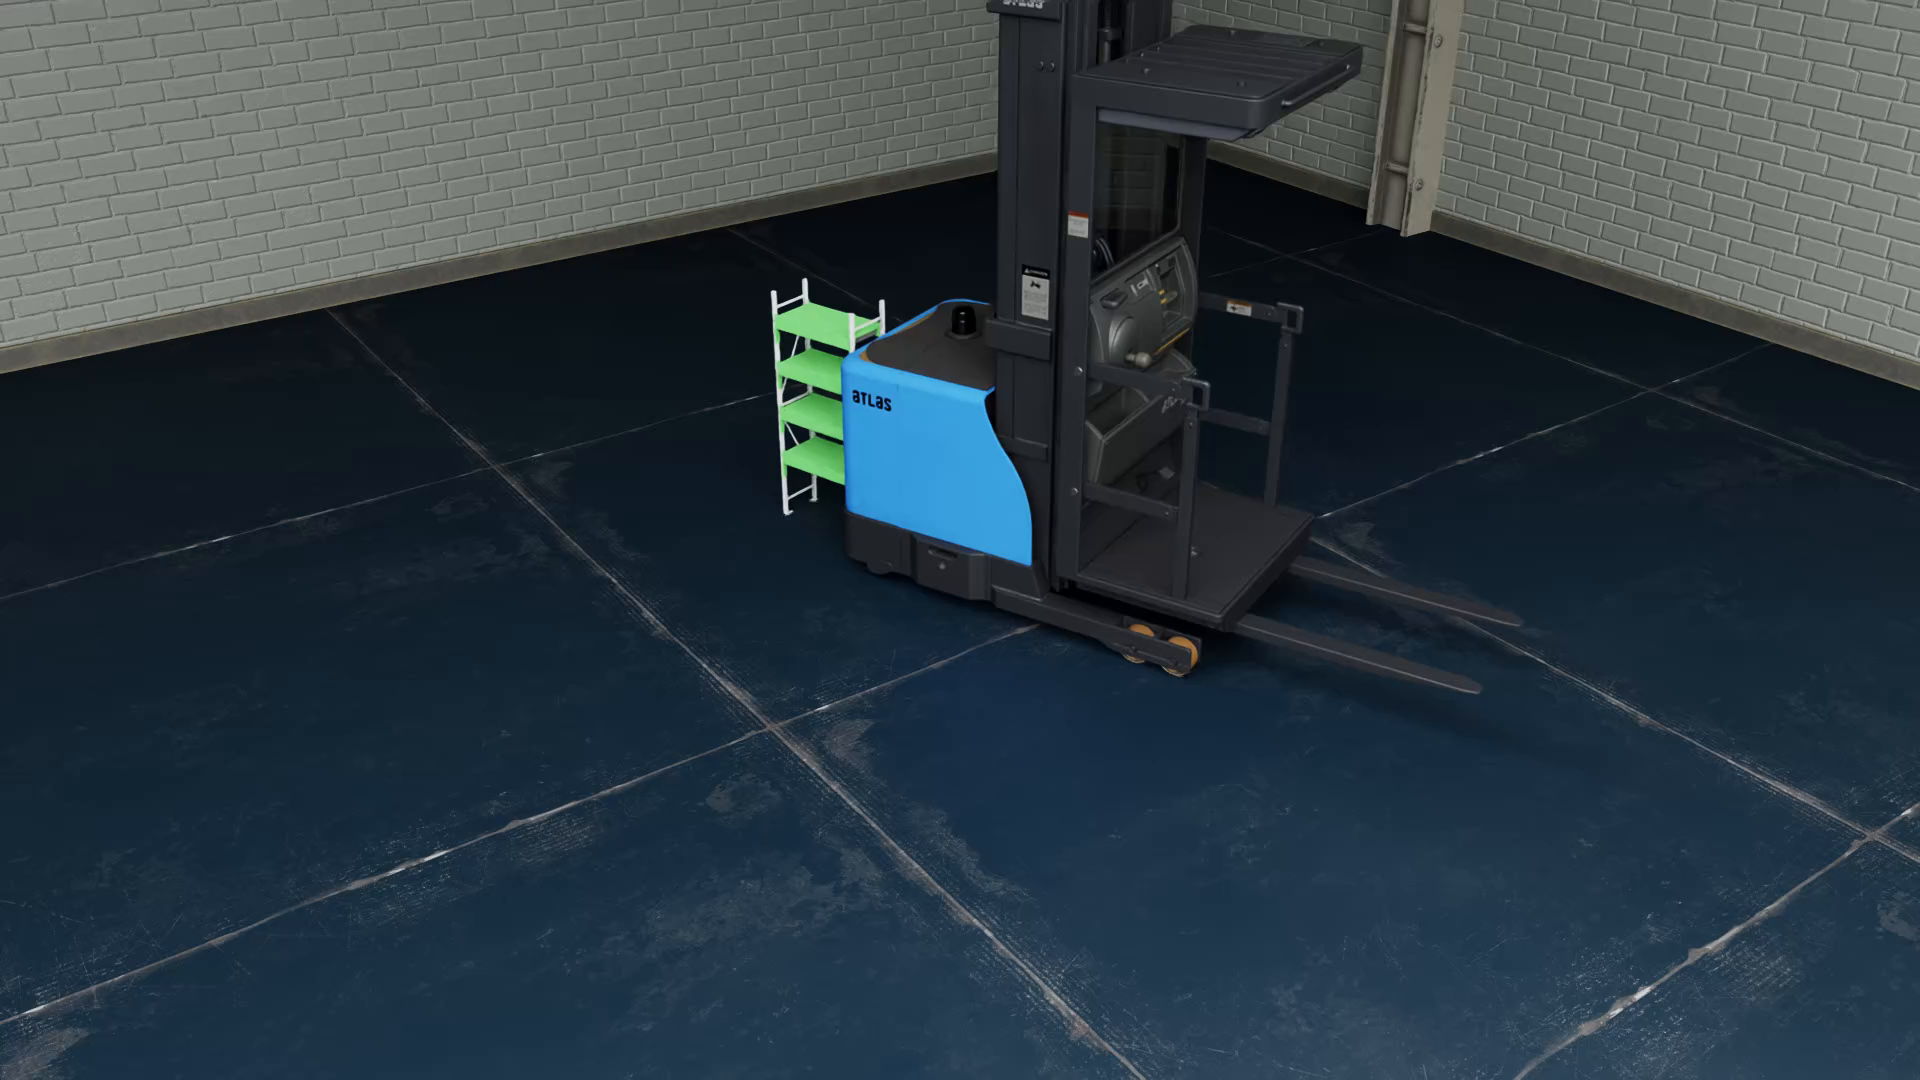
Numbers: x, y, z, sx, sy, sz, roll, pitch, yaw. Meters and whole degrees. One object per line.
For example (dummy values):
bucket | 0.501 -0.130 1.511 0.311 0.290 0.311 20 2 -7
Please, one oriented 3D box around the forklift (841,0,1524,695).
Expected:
forklift | 0.965 -0.992 7.006 3.031 2.935 1.130 16 33 28

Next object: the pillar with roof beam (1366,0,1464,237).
pillar with roof beam | -0.173 -5.146 8.296 9.100 9.000 0.400 -19 34 -31

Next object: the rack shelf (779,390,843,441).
rack shelf | -0.627 -0.572 8.181 0.480 0.148 0.258 20 34 32

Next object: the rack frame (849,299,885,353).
rack frame | -0.433 -0.558 8.020 0.015 1.200 0.240 20 34 32

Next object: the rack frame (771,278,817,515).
rack frame | -0.820 -0.700 8.281 0.015 1.200 0.240 20 34 32

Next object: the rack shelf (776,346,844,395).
rack shelf | -0.627 -0.783 8.066 0.480 0.148 0.258 20 34 32

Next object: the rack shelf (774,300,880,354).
rack shelf | -0.627 -0.994 7.952 0.480 0.148 0.258 20 34 32

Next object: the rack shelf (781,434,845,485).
rack shelf | -0.627 -0.362 8.295 0.480 0.148 0.258 20 34 32

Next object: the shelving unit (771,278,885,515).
shelving unit | -0.627 -0.629 8.150 0.503 1.200 0.258 20 34 32
